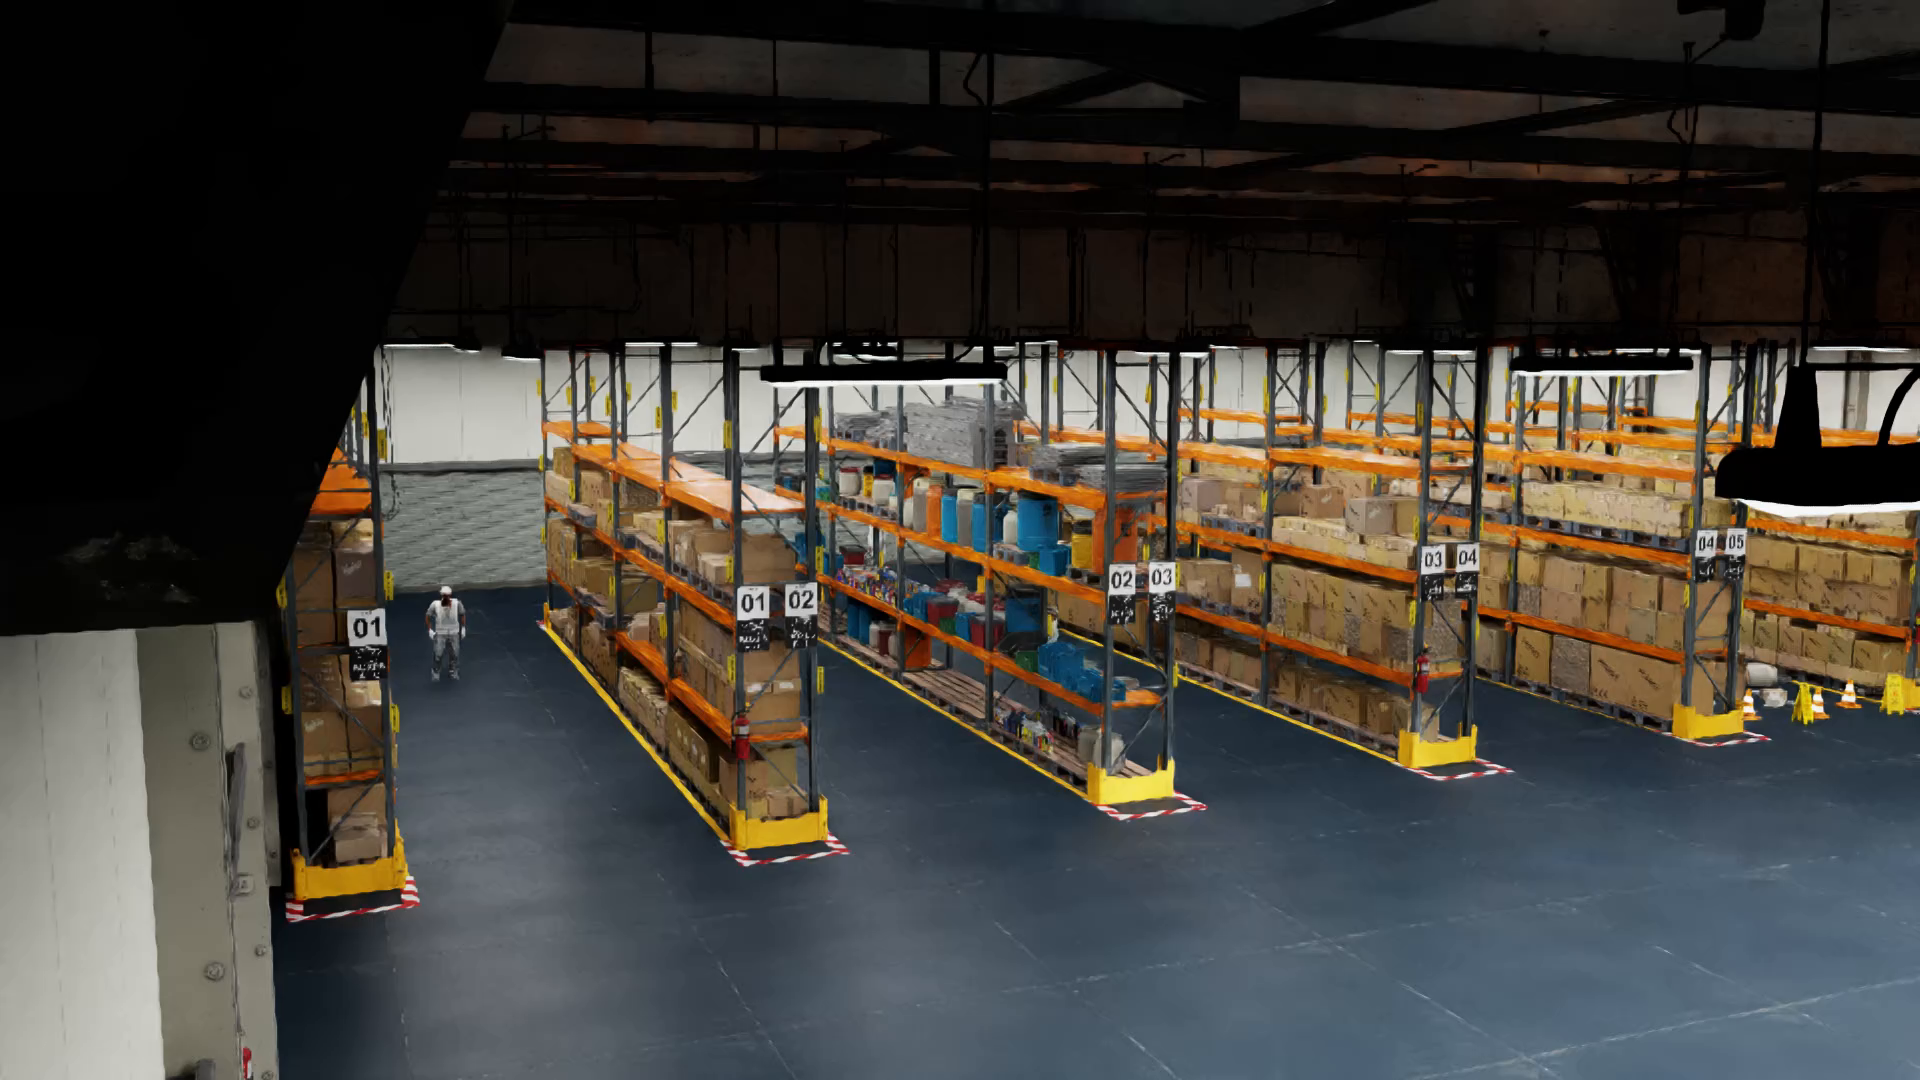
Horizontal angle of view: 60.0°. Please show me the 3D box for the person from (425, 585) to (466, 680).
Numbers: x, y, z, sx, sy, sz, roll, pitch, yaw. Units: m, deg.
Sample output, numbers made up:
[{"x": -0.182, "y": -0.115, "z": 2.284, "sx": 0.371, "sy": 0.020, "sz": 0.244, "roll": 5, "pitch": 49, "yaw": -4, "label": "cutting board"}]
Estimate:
[{"x": -9.111, "y": 1.649, "z": 29.503, "sx": 0.702, "sy": 1.735, "sz": 0.549, "roll": -3, "pitch": 8, "yaw": -24, "label": "person"}]

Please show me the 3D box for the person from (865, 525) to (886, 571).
[{"x": -2.100, "y": 0.171, "z": 40.687, "sx": 0.622, "sy": 1.767, "sz": 0.615, "roll": 5, "pitch": 9, "yaw": 33, "label": "person"}]

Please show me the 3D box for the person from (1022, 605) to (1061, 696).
[{"x": 1.467, "y": 1.863, "z": 28.216, "sx": 0.621, "sy": 1.606, "sz": 0.828, "roll": -6, "pitch": 9, "yaw": -38, "label": "person"}]
